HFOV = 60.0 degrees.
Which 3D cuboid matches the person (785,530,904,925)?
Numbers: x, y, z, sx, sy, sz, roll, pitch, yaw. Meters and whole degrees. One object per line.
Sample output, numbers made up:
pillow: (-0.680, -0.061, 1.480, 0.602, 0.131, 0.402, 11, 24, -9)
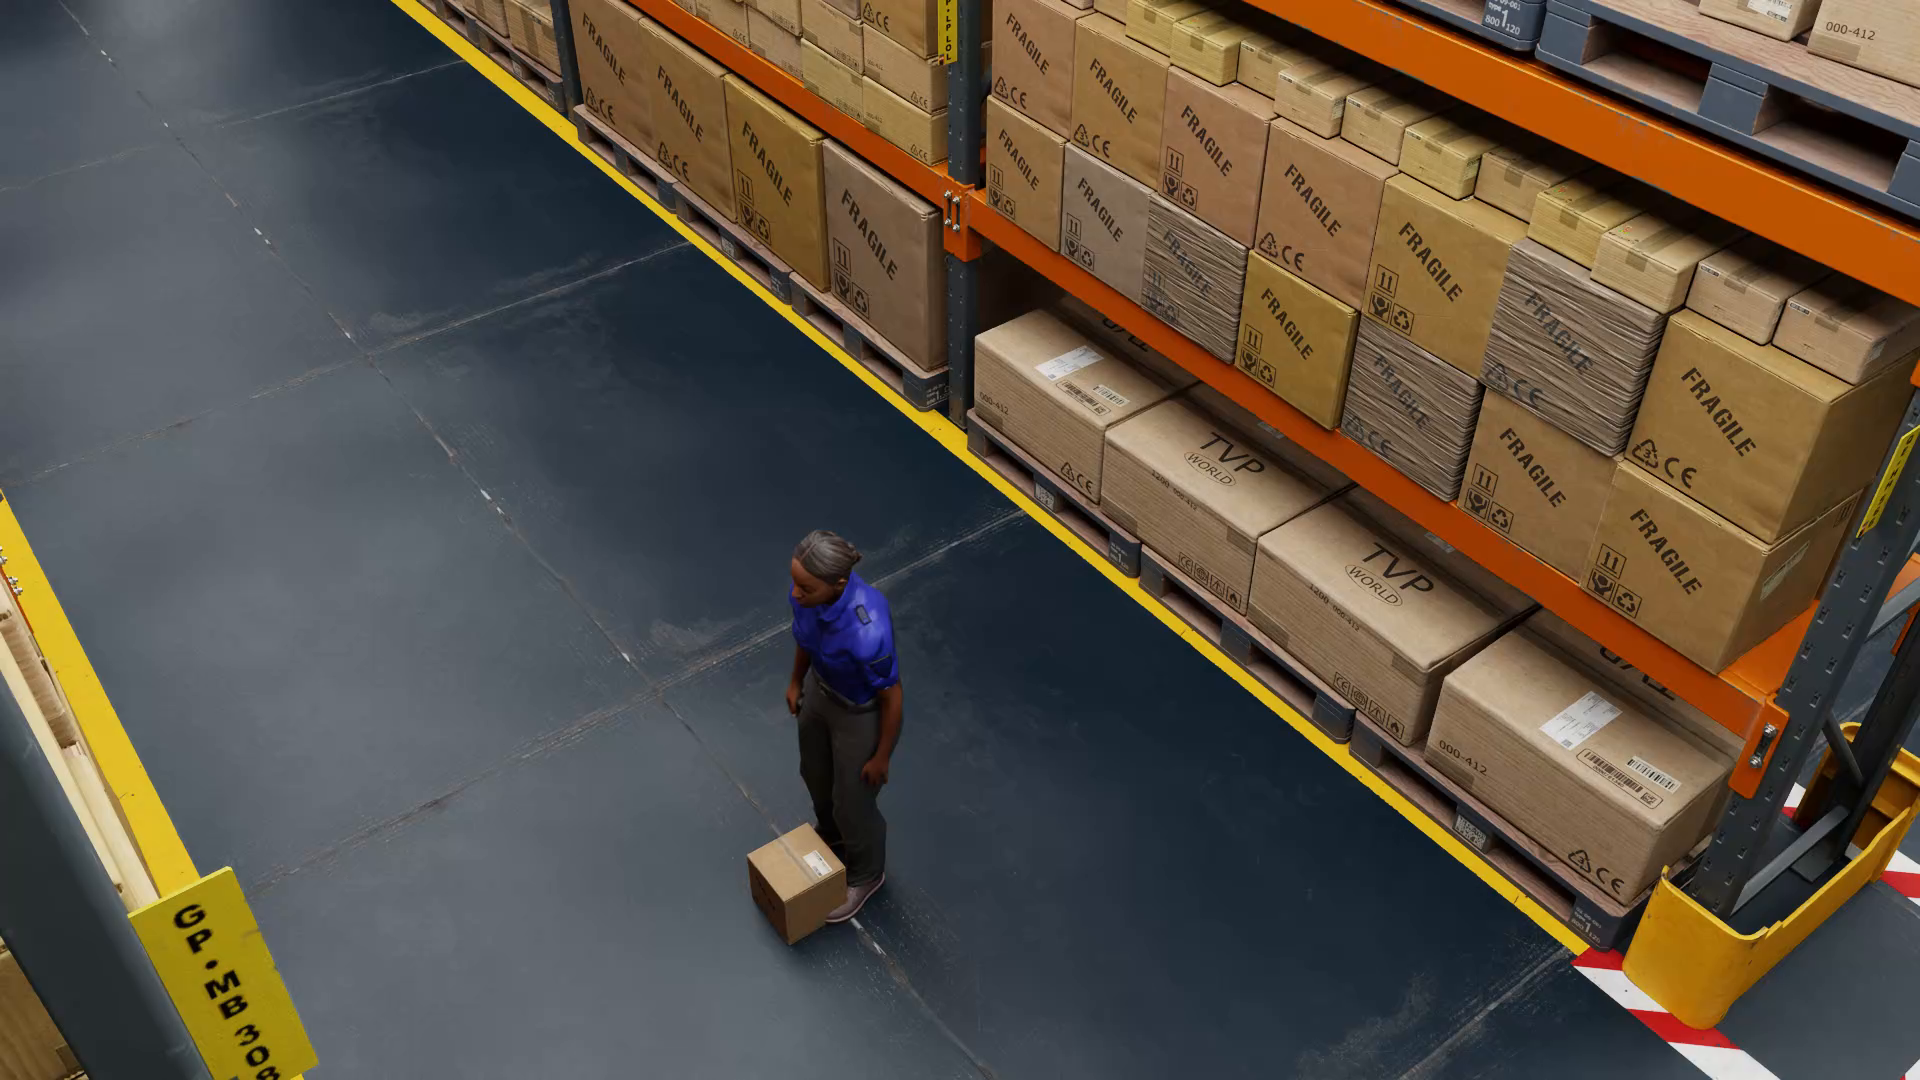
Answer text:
person: (-0.408, 0.586, 5.475, 0.395, 1.656, 0.530, -29, 48, -29)
